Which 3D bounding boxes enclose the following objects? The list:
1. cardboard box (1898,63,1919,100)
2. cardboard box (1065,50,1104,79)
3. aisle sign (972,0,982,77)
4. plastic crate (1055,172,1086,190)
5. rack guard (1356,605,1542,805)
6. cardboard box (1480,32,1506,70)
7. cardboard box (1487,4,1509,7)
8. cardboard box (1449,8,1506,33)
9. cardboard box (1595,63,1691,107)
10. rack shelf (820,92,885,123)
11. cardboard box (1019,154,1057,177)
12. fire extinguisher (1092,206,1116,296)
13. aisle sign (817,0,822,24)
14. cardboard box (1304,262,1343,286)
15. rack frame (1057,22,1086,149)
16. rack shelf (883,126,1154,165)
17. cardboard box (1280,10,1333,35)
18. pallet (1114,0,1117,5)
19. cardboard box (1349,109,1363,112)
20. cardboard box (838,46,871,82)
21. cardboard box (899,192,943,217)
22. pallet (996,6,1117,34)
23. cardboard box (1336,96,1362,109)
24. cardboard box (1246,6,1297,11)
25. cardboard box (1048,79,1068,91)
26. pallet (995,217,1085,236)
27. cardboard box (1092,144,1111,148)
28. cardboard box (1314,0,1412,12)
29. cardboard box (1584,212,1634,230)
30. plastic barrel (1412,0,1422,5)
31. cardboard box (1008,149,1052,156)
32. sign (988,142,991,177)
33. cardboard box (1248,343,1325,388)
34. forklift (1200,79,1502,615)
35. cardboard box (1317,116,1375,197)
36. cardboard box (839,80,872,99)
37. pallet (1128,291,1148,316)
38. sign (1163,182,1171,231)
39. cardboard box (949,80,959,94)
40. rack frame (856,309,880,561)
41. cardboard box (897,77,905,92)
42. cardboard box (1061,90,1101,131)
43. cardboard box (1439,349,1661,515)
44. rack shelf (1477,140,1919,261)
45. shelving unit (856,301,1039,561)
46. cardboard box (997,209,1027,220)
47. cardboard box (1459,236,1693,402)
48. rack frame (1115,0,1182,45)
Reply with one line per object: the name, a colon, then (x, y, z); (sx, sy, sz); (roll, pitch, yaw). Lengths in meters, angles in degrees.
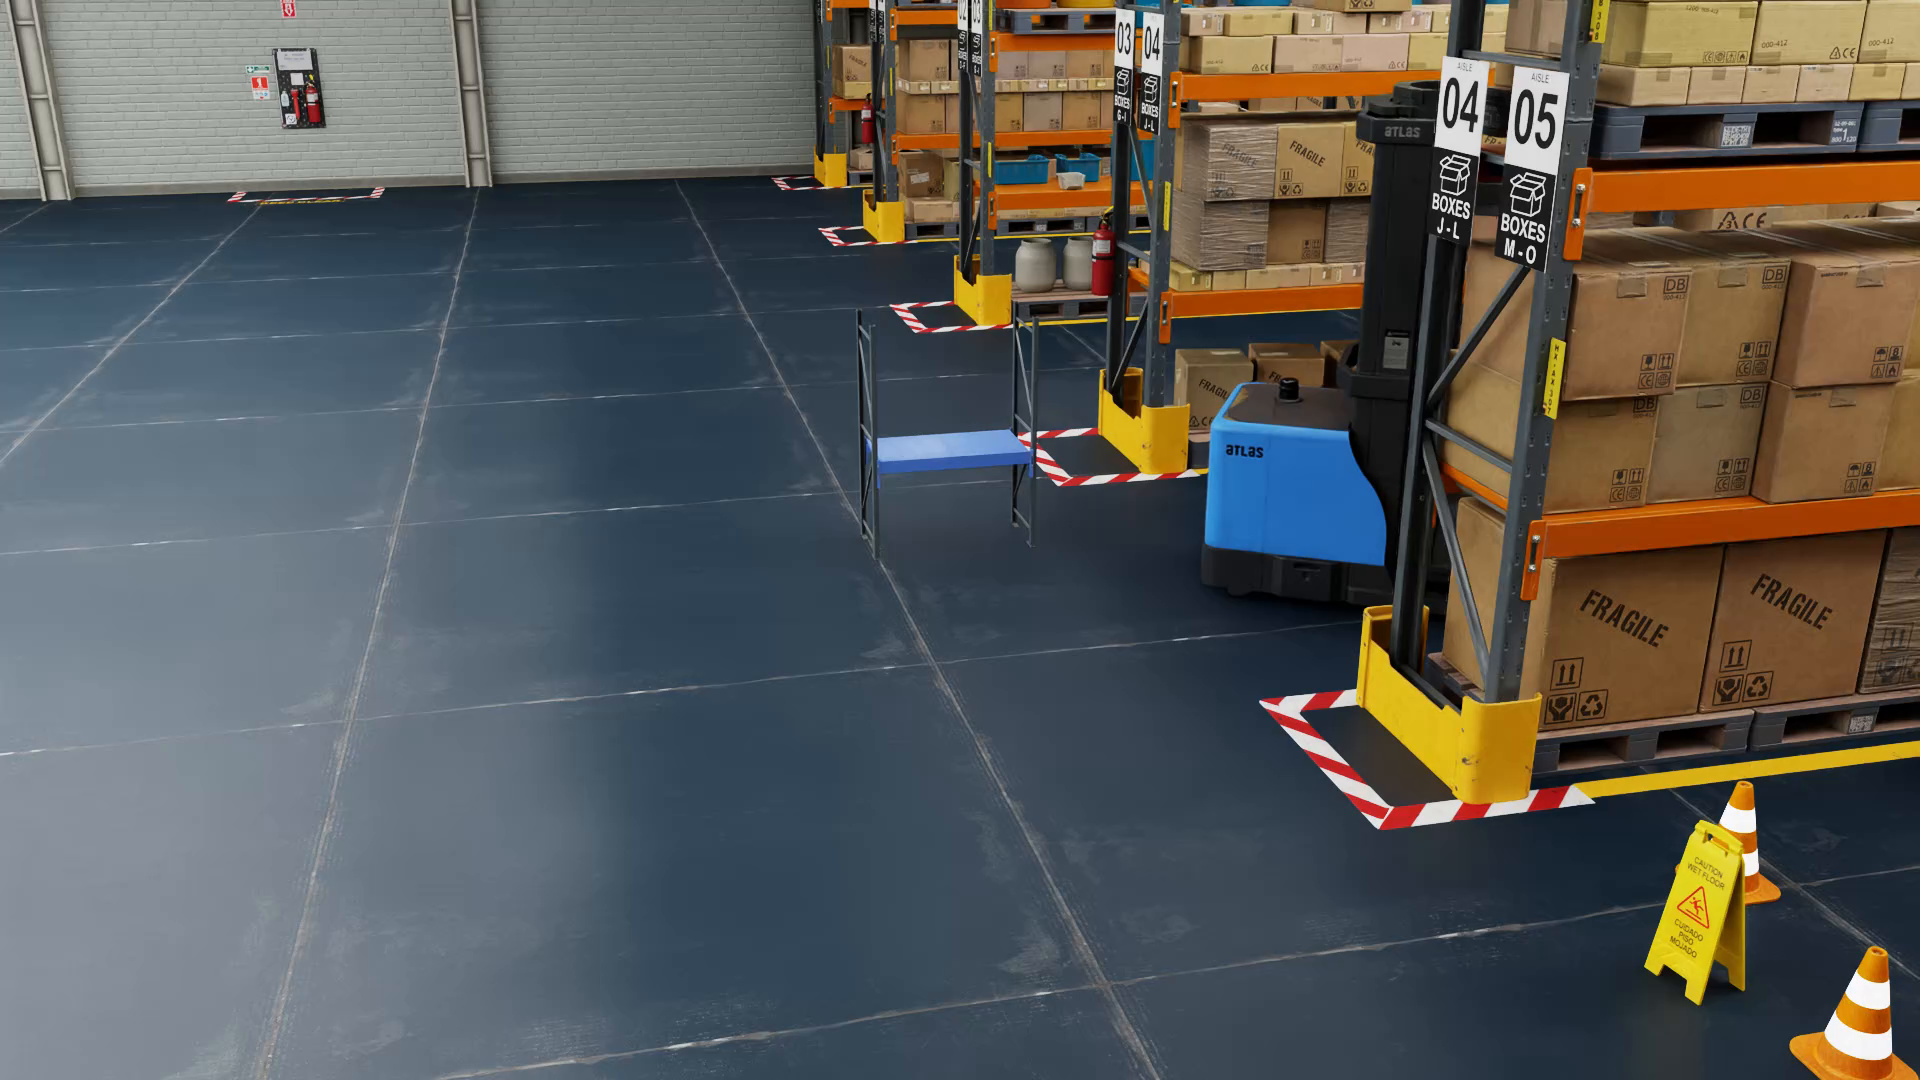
cardboard box: (3.983, -1.968, 7.075); (0.250, 0.149, 0.380); (-5, 21, -13)
cardboard box: (1.512, -6.254, 21.495); (0.500, 0.500, 0.700); (-5, 21, -12)
aisle sign: (0.162, -4.857, 15.934); (0.004, 0.787, 0.394); (-5, 21, -12)
plastic crate: (1.109, -3.579, 16.609); (0.250, 0.136, 0.298); (-5, 21, -12)
rack guard: (2.324, 0.762, 8.009); (0.348, 0.500, 1.175); (-5, 21, -12)
cardboard box: (3.808, -3.533, 11.957); (0.500, 0.250, 0.500); (-5, 21, -13)
cardboard box: (4.068, -3.909, 12.403); (0.250, 0.149, 0.380); (-4, 21, -11)
cardboard box: (3.666, -3.696, 11.820); (0.250, 0.149, 0.380); (-4, 20, -10)
cardboard box: (2.755, -1.868, 6.803); (0.250, 0.149, 0.380); (-4, 21, -12)
rack shelf: (-0.169, -6.877, 26.273); (4.000, 0.370, 1.077); (-5, 21, -12)
cardboard box: (1.062, -4.743, 21.697); (0.500, 0.500, 0.500); (-5, 21, -12)
fire extinguisher: (1.087, -2.191, 12.548); (0.183, 0.674, 0.296); (-5, 21, -12)
aisle sign: (-2.116, -8.171, 24.980); (0.004, 0.787, 0.394); (-5, 21, -12)
cardboard box: (2.614, -1.979, 12.222); (0.250, 0.149, 0.380); (-5, 21, -12)
rack frame: (1.777, -7.373, 26.581); (0.127, 3.000, 1.000); (-5, 21, -12)
rack shelf: (0.975, -5.219, 21.747); (4.000, 0.370, 1.077); (-5, 21, -12)
cardboard box: (2.399, -3.599, 11.556); (0.250, 0.149, 0.380); (-4, 20, -10)
pallet: (2.097, -7.006, 21.347); (1.213, 0.211, 1.003); (-5, 21, -12)
cardboard box: (3.243, -2.982, 12.562); (0.500, 0.500, 0.500); (-5, 21, -12)
cardboard box: (-1.581, -7.285, 25.439); (0.500, 0.500, 0.500); (-5, 21, -12)
cardboard box: (-0.518, -4.446, 21.978); (0.500, 0.250, 0.500); (-5, 21, -12)
pallet: (0.992, -5.093, 16.270); (1.213, 0.211, 1.003); (-5, 21, -12)
cardboard box: (5.184, -5.940, 22.525); (0.500, 0.500, 0.500); (-6, 21, -15)
cardboard box: (2.263, -3.801, 12.109); (0.250, 0.149, 0.380); (-5, 21, -12)
cardboard box: (1.212, -5.851, 21.339); (0.250, 0.149, 0.380); (-4, 20, -11)
pallet: (0.948, -4.259, 22.135); (1.213, 0.211, 1.003); (-5, 21, -12)
cardboard box: (2.490, -6.470, 27.110); (0.500, 0.500, 0.700); (-4, 20, -11)
cardboard box: (2.811, -3.939, 11.542); (0.500, 0.500, 0.500); (-5, 21, -13)
cardboard box: (4.745, -2.571, 12.893); (0.500, 0.500, 0.875); (-5, 21, -12)
plastic barrel: (4.502, -5.814, 17.234); (0.708, 0.901, 0.600); (-5, 21, -12)
cardboard box: (0.938, -4.922, 22.187); (0.500, 0.500, 0.500); (-5, 21, -12)
sign: (0.287, -3.686, 16.113); (0.005, 0.325, 0.100); (-5, 21, -12)
cardboard box: (2.490, -1.208, 12.776); (0.500, 0.500, 0.500); (1, 20, 2)
forklift: (3.013, -1.053, 9.429); (3.031, 2.935, 1.130); (6, 21, 17)
cardboard box: (2.877, -2.768, 11.978); (0.500, 0.500, 0.500); (-5, 21, -12)
cardboard box: (-1.567, -6.928, 25.555); (0.500, 0.250, 0.500); (-5, 21, -14)
pallet: (2.204, -2.610, 17.634); (1.213, 0.211, 1.003); (-5, 21, -12)
sign: (1.429, -2.307, 11.493); (0.005, 0.325, 0.100); (-5, 21, -12)
cardboard box: (-0.041, -5.750, 21.062); (0.250, 0.149, 0.380); (-5, 21, -12)
rack frame: (-0.578, -0.657, 10.428); (0.032, 1.500, 0.500); (-5, 21, -12)
cardboard box: (-0.644, -5.844, 21.319); (0.250, 0.149, 0.380); (-5, 21, -13)
cardboard box: (1.490, -5.643, 21.712); (0.500, 0.500, 0.700); (-4, 21, -12)
cardboard box: (2.698, -0.529, 7.680); (0.550, 0.550, 0.875); (-5, 21, -12)
rack shelf: (4.294, -1.643, 7.624); (4.000, 0.370, 1.077); (-5, 21, -12)
shelving unit: (-0.083, -0.697, 10.538); (1.048, 1.500, 0.538); (-5, 21, -12)
cardboard box: (0.574, -4.353, 21.723); (0.500, 0.250, 0.500); (-5, 21, -12)
cardboard box: (2.717, -1.008, 7.417); (0.550, 0.550, 0.875); (-5, 21, -12)
rack frame: (1.304, -4.899, 11.106); (0.127, 3.000, 1.000); (-5, 21, -12)
